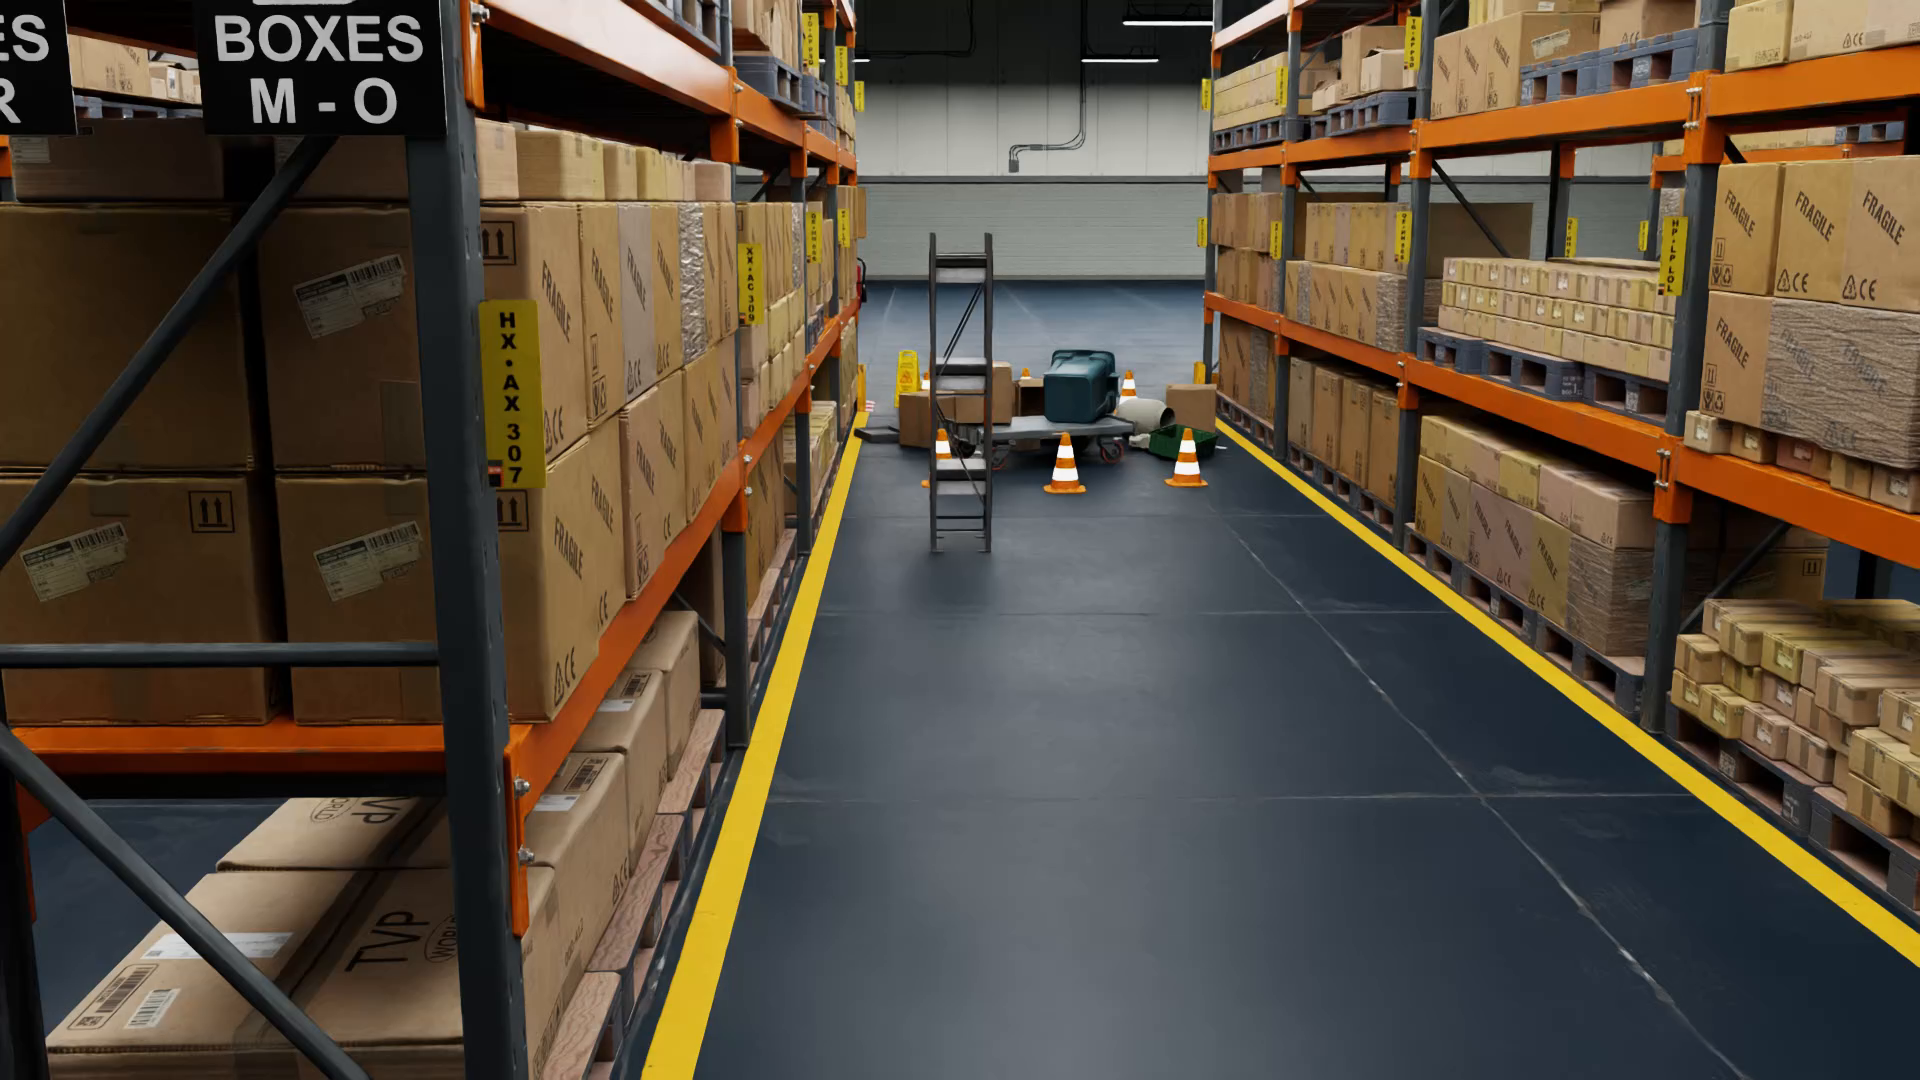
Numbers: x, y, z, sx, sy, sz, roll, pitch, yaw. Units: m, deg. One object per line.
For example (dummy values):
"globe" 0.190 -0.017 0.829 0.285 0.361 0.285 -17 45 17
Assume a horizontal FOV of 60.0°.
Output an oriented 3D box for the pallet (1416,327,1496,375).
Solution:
"pallet" 3.575 -1.183 10.326 1.213 0.211 1.003 0 11 -1

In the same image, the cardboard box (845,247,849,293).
"cardboard box" -1.338 -2.655 16.104 0.500 0.500 0.500 0 11 -2

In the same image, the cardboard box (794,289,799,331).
"cardboard box" -1.215 -1.352 9.798 0.500 0.250 0.500 -1 11 -3

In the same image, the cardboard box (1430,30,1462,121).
"cardboard box" 3.199 -2.822 10.130 0.500 0.500 0.500 0 11 -1

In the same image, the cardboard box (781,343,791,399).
"cardboard box" -1.164 -0.902 8.836 0.500 0.250 0.500 0 11 -2

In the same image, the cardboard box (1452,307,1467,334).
"cardboard box" 3.266 -1.357 10.281 0.380 0.149 0.250 0 11 2

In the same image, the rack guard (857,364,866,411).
"rack guard" -1.657 -1.727 18.817 1.175 0.500 0.348 0 11 -1

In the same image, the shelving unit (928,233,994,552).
"shelving unit" 0.003 -0.996 11.188 0.431 2.100 0.503 0 11 -1

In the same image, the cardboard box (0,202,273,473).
"cardboard box" -1.576 -0.421 3.324 0.500 0.500 0.500 0 11 1

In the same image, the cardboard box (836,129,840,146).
"cardboard box" -1.284 -3.635 15.018 0.380 0.149 0.250 0 11 -1

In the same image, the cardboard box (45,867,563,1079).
"cardboard box" -1.442 1.132 3.823 0.875 0.438 0.875 -1 11 -3

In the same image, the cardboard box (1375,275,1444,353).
"cardboard box" 3.175 -1.555 11.429 0.500 0.500 0.500 0 11 -1

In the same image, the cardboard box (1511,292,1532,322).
"cardboard box" 3.291 -1.293 9.218 0.380 0.149 0.250 0 11 -2

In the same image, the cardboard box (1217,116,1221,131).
"cardboard box" 2.981 -4.490 17.925 0.380 0.149 0.250 0 11 -1

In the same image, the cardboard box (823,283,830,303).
"cardboard box" -1.252 -2.000 13.448 0.380 0.149 0.250 0 11 -1

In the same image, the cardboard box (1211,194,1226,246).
"cardboard box" 3.257 -3.537 18.355 0.875 0.550 0.550 0 11 -1

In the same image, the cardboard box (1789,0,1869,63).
"cardboard box" 3.301 -1.827 5.851 0.500 0.250 0.500 0 11 -2

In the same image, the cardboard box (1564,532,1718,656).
"cardboard box" 3.269 0.250 8.011 0.500 0.500 0.500 0 11 -2

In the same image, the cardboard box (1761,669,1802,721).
"cardboard box" 3.359 0.594 6.450 0.380 0.149 0.250 0 11 -1

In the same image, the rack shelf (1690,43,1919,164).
"rack shelf" 3.577 -1.343 4.898 1.077 0.370 4.000 0 11 -1

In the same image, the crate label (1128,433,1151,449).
"crate label" 1.755 -0.936 15.830 0.298 0.136 0.250 -10 15 -40

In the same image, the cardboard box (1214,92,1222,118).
"cardboard box" 3.041 -4.708 17.999 0.500 0.250 0.500 0 11 -1

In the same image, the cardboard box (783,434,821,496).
"cardboard box" -1.519 -0.554 12.300 0.950 0.372 0.625 0 11 -2

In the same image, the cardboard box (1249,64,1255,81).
"cardboard box" 3.019 -4.528 16.107 0.380 0.149 0.250 0 11 -2

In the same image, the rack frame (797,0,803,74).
"rack frame" -1.494 -4.317 10.208 1.000 3.000 0.127 0 11 -1

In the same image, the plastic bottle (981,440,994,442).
"plastic bottle" 0.272 -0.997 16.318 0.133 0.061 0.283 2 12 9

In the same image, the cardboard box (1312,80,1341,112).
"cardboard box" 3.133 -3.751 13.989 0.258 0.266 0.396 0 11 -2

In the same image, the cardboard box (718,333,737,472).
"cardboard box" -1.146 -0.540 6.426 0.500 0.500 0.500 0 11 -1

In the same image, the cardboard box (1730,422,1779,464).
"cardboard box" 3.294 -0.391 6.573 0.380 0.149 0.250 0 11 1

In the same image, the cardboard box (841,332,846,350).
"cardboard box" -1.261 -1.860 15.523 0.380 0.149 0.250 0 11 0

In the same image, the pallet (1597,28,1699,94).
"pallet" 3.630 -2.124 7.412 1.213 0.211 1.003 0 11 -1

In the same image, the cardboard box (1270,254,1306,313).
"cardboard box" 3.351 -2.360 15.269 0.875 0.550 0.550 0 11 -1

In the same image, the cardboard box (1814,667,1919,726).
"cardboard box" 3.289 0.554 5.901 0.380 0.149 0.250 0 11 0

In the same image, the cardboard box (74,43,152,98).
"cardboard box" -6.249 -3.477 12.052 0.500 0.500 0.500 0 11 0

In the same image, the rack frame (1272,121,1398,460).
"rack frame" 3.371 -2.213 14.923 1.000 3.000 0.127 0 11 -1

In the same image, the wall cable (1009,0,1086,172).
"wall cable" 2.625 -14.002 49.388 2.305 6.003 0.169 0 11 -1

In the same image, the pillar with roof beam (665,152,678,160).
"pillar with roof beam" -3.824 -11.726 46.723 9.100 9.000 0.548 0 11 -1

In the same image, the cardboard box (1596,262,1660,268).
"cardboard box" 3.939 -1.541 9.692 0.380 0.149 0.250 0 11 1

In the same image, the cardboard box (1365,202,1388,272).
"cardboard box" 3.429 -2.249 12.332 0.700 0.500 0.500 0 11 -2

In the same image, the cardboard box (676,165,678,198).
"cardboard box" -1.171 -1.227 5.663 0.380 0.149 0.250 0 11 -2

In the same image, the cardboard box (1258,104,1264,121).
"cardboard box" 3.026 -4.038 15.699 0.380 0.149 0.250 0 11 -1

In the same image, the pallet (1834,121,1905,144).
"pallet" 8.238 -3.468 14.037 1.213 0.211 1.003 0 11 -1

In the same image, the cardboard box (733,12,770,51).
"cardboard box" -1.087 -2.397 7.815 0.380 0.166 0.250 -1 12 -5

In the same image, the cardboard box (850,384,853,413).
"cardboard box" -1.354 -1.459 17.067 0.500 0.250 0.500 -1 11 -3

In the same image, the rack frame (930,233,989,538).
"rack frame" -0.002 -1.045 11.427 0.400 2.100 0.015 0 11 -1

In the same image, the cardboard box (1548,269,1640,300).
"cardboard box" 3.306 -1.335 8.675 0.380 0.149 0.250 -1 11 -4

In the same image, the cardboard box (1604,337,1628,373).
"cardboard box" 3.321 -0.885 7.951 0.380 0.149 0.250 0 11 -1

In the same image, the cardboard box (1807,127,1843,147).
"cardboard box" 8.061 -3.699 15.082 0.500 0.250 0.500 0 11 1

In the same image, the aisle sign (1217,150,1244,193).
"aisle sign" 2.987 -4.295 18.647 0.394 0.787 0.004 0 11 -1

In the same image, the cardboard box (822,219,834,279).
"cardboard box" -1.337 -2.482 14.194 0.500 0.500 0.500 0 11 -2

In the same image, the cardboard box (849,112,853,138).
"cardboard box" -1.354 -4.206 16.833 0.500 0.250 0.500 0 11 0

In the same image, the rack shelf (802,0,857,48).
"rack shelf" -1.618 -5.156 16.158 1.077 0.370 4.000 0 11 -1

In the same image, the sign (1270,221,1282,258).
"sign" 2.816 -2.673 14.816 0.100 0.325 0.005 0 11 -1

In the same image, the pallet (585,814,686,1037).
"pallet" -1.445 1.179 5.217 1.003 0.211 1.213 0 11 -1

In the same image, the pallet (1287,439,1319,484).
"pallet" 3.462 -0.693 14.445 1.003 0.211 1.213 0 11 -1

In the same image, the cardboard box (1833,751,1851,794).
"cardboard box" 3.381 0.848 5.949 0.380 0.149 0.250 -1 11 -4
